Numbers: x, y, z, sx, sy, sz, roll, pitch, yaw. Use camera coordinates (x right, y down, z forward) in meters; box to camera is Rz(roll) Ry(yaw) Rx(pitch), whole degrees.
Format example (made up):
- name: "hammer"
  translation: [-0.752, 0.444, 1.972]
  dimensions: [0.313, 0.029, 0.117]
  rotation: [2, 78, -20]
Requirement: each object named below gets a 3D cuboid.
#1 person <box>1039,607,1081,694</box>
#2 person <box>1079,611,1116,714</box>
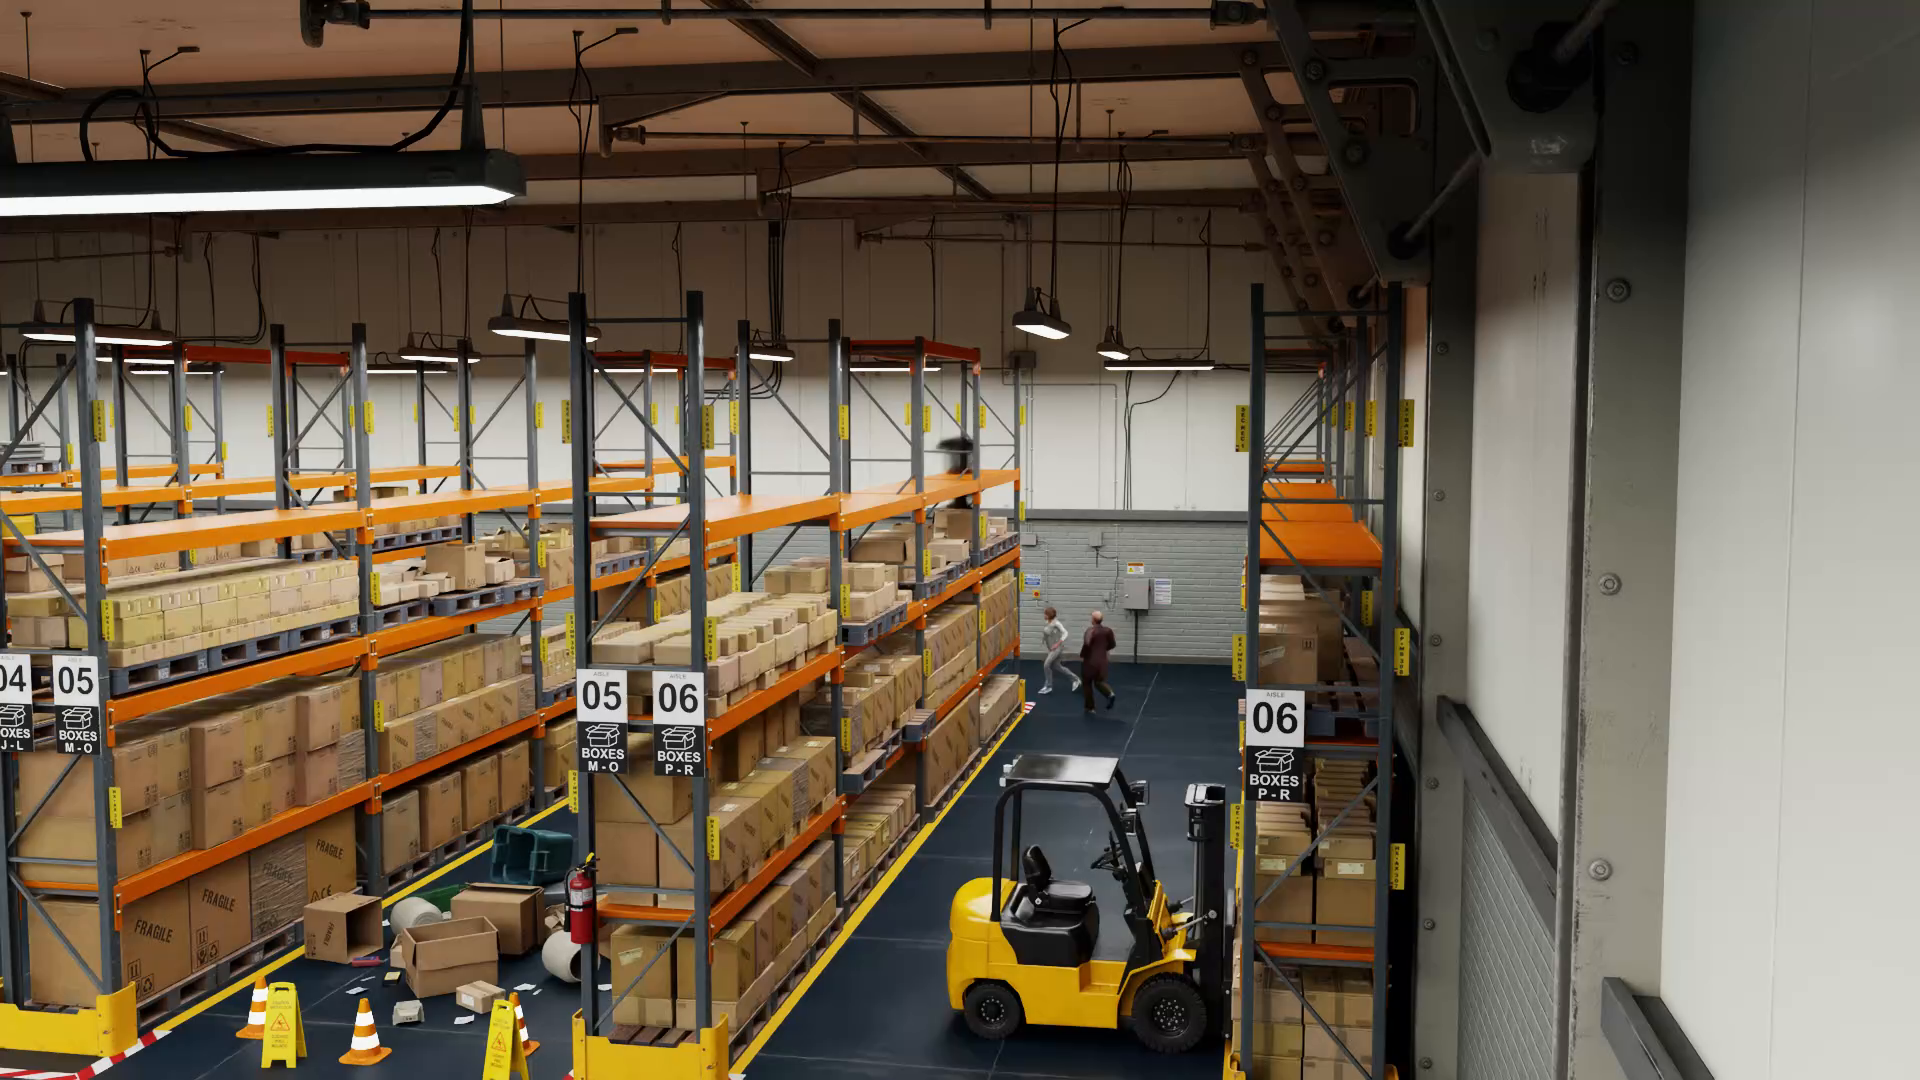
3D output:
- name: "person"
  translation: [1.789, 1.975, 29.884]
  dimensions: [0.771, 1.561, 0.529]
  rotation: [-1, 5, -13]
- name: "person"
  translation: [2.292, 2.074, 27.723]
  dimensions: [0.715, 1.776, 0.917]
  rotation: [-2, 5, -26]
